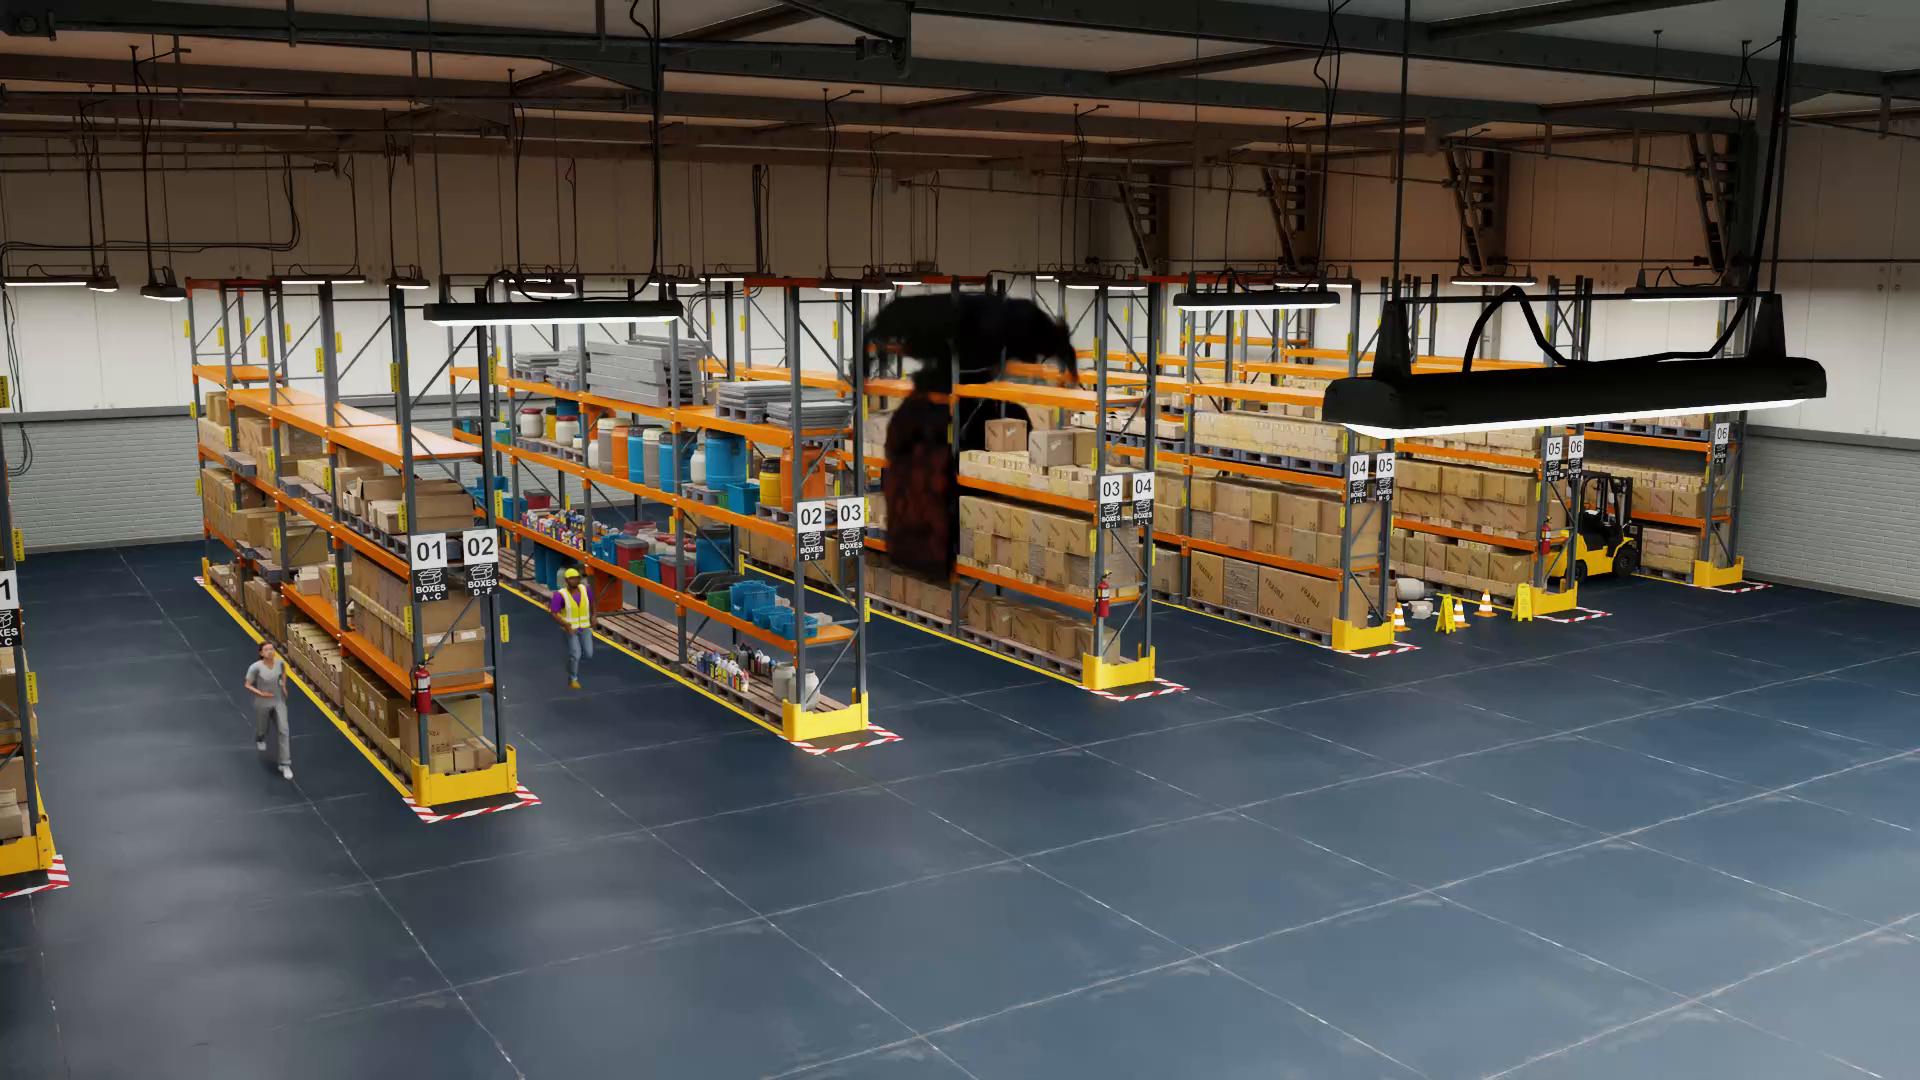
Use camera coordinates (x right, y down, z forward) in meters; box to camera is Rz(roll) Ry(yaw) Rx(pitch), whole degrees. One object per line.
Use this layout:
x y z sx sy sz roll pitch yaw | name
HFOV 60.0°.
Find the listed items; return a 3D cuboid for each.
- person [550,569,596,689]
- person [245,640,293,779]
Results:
-5.476 1.251 23.673 0.725 1.741 0.654 -7 12 -37 | person
-8.647 2.067 20.791 0.536 1.671 1.125 -6 12 -34 | person
